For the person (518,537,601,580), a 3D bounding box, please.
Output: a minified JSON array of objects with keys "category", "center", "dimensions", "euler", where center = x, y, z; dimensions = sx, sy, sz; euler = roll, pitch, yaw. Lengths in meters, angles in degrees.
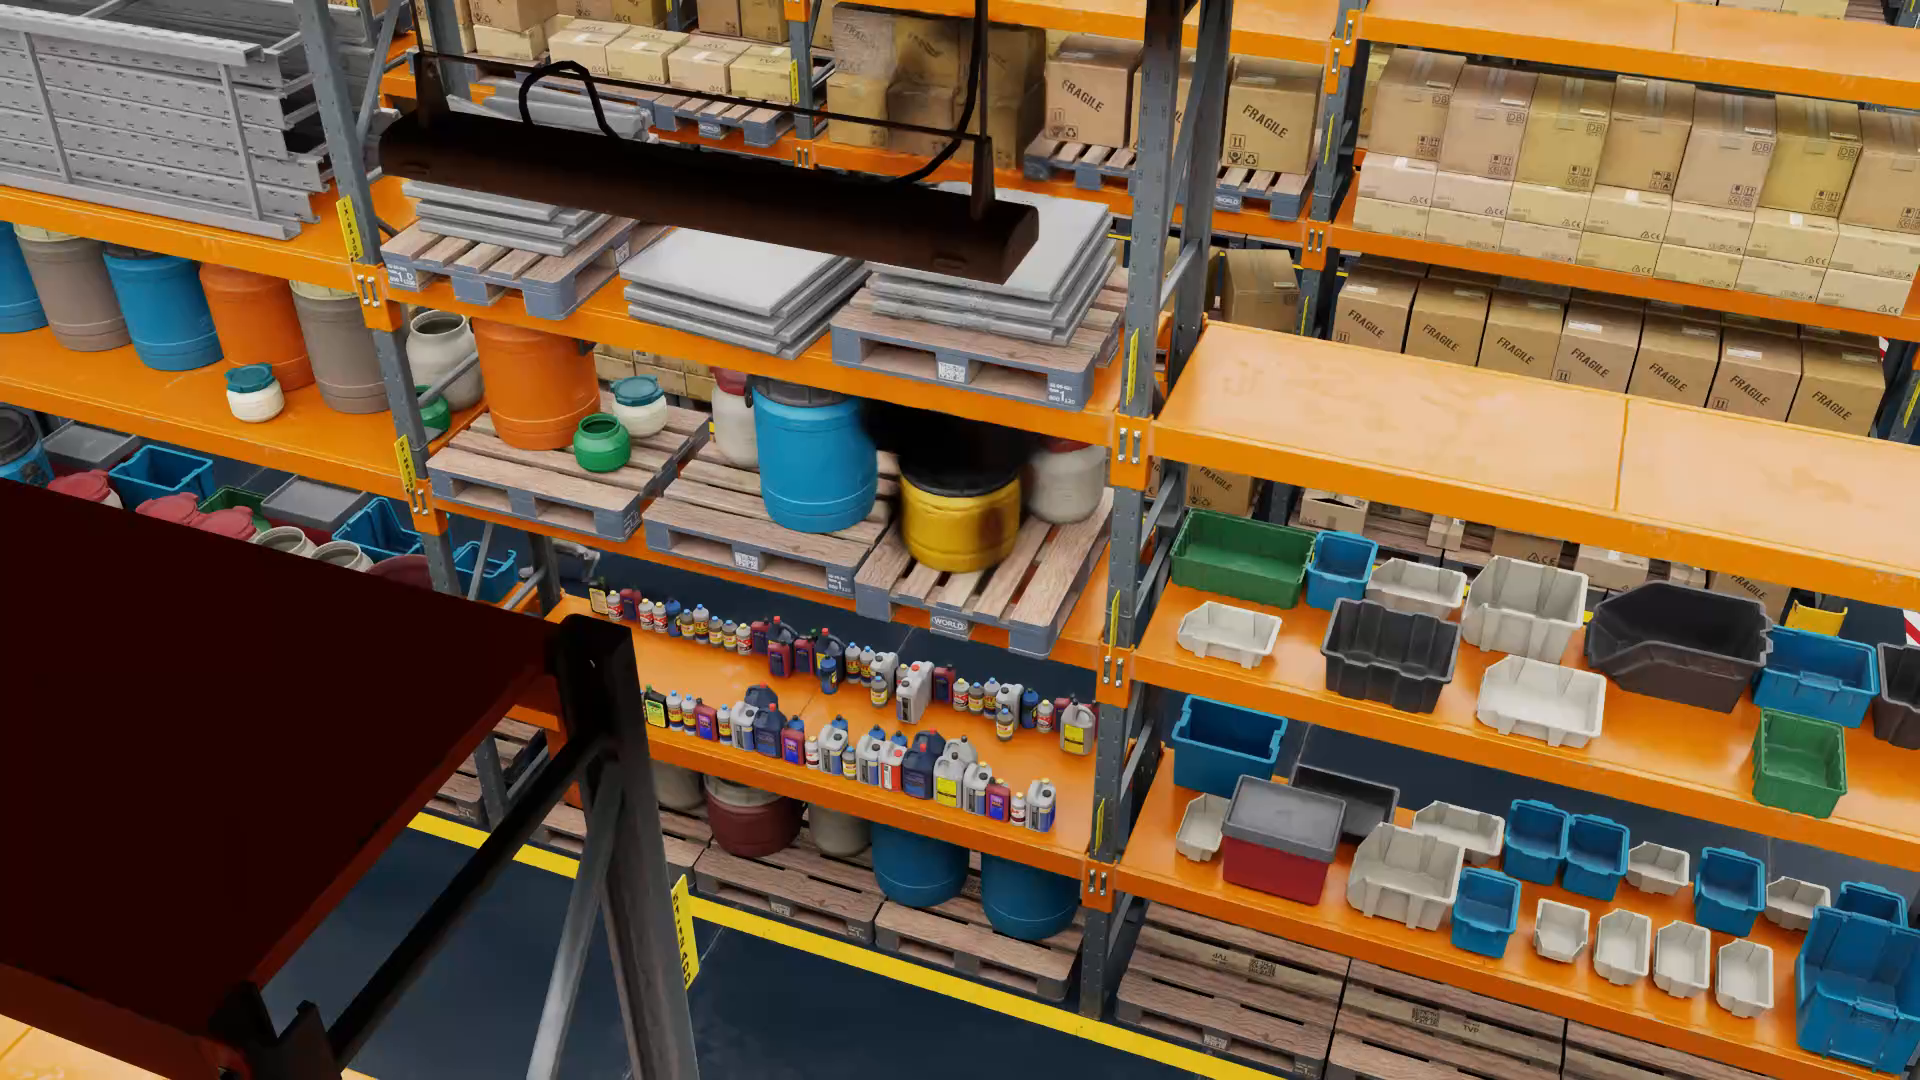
[{"category":"person","center":[-3.084,-0.371,12.494],"dimensions":[0.734,1.658,0.616],"euler":[7,37,10]}]
